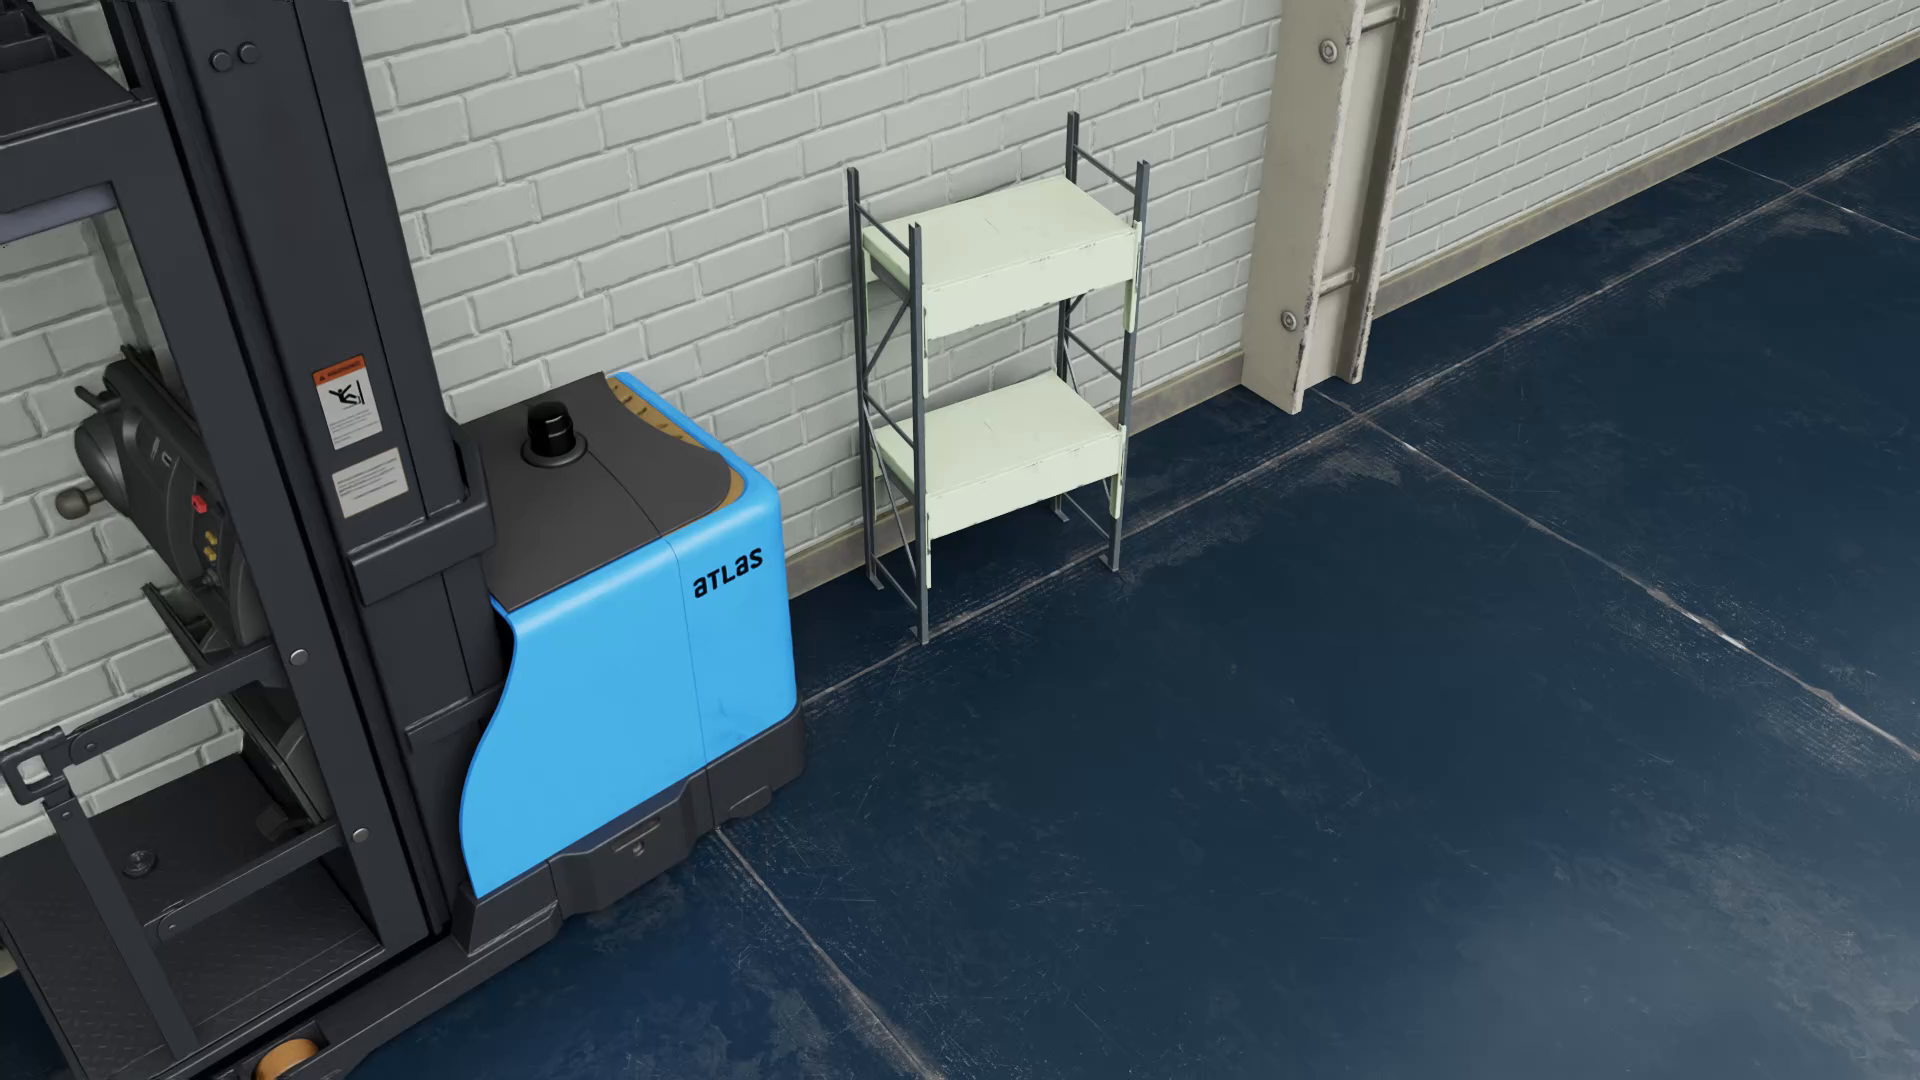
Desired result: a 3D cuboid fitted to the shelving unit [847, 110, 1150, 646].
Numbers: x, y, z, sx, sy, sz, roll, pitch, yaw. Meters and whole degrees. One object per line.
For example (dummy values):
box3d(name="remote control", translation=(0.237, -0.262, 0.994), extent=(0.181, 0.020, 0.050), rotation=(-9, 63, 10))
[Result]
box3d(name="shelving unit", translation=(0.109, -0.469, 5.139), extent=(0.755, 1.500, 0.431), rotation=(-20, 43, -22))

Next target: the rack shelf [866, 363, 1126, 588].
box3d(name="rack shelf", translation=(0.109, -0.217, 5.346), extent=(0.720, 0.370, 0.431), rotation=(-20, 43, -22))

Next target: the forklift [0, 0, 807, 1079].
box3d(name="forklift", translation=(-1.886, -0.046, 3.495), extent=(3.031, 2.935, 1.130), rotation=(-29, 48, -31))

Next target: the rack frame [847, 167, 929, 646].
box3d(name="rack frame", translation=(-0.209, -0.354, 4.999), extent=(0.023, 1.500, 0.400), rotation=(-20, 43, -22))

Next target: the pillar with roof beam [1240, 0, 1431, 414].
box3d(name="pillar with roof beam", translation=(3.949, -1.944, 1.024), extent=(0.400, 9.000, 9.100), rotation=(-26, 46, -28))

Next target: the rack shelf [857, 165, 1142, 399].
box3d(name="rack shelf", translation=(0.109, -0.770, 4.891), extent=(0.720, 0.370, 0.431), rotation=(-20, 43, -22))

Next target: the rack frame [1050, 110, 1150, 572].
box3d(name="rack frame", translation=(0.427, -0.583, 5.279), extent=(0.023, 1.500, 0.400), rotation=(-20, 43, -22))
